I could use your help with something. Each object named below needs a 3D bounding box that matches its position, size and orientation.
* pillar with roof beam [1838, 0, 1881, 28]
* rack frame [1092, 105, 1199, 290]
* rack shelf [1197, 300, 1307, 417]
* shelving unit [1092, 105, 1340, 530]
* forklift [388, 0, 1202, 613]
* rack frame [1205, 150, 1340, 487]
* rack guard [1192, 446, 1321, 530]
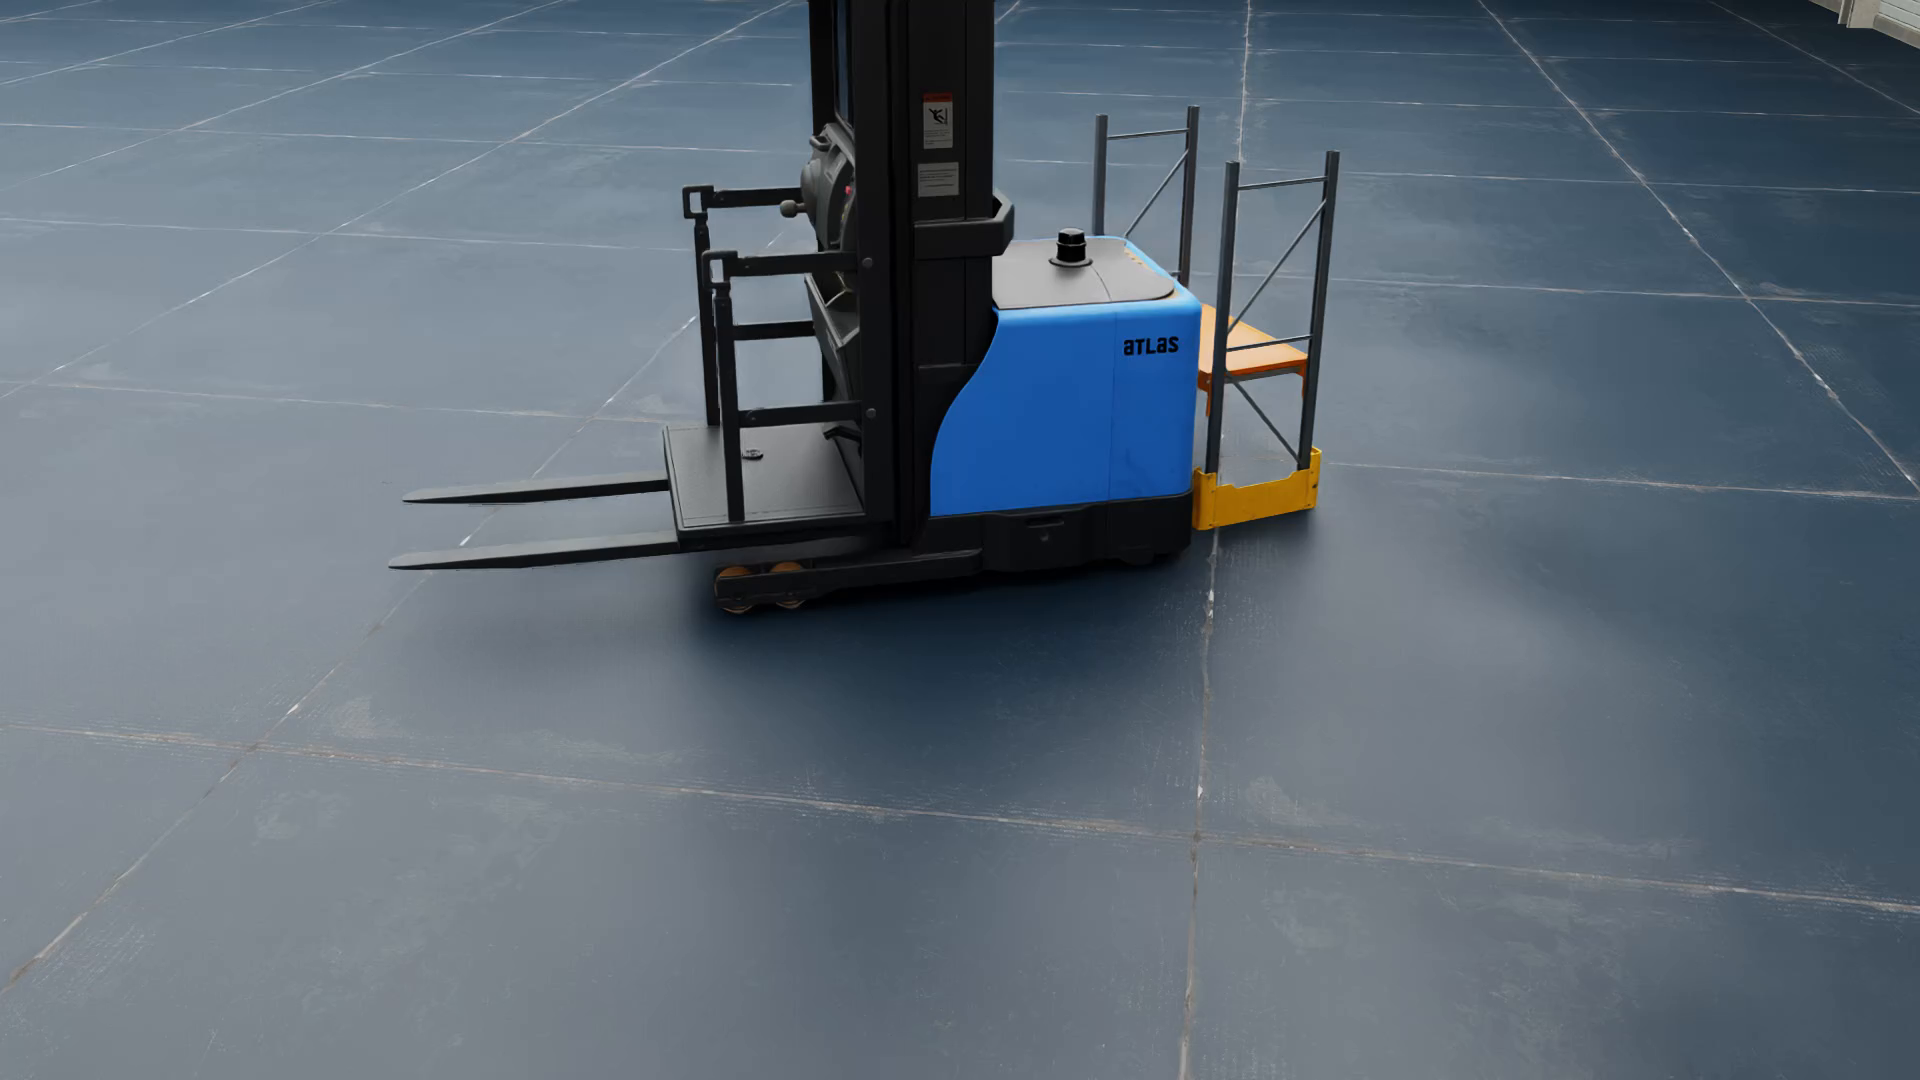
[{"bbox_3d":[6.478,-10.528,18.628,9.100,9.000,0.400,4,25,9],"label":"pillar with roof beam"},{"bbox_3d":[0.812,-1.175,7.492,0.500,1.500,0.032,-11,27,-22],"label":"rack frame"},{"bbox_3d":[1.023,-0.816,7.149,0.538,0.185,1.000,-11,27,-22],"label":"rack shelf"},{"bbox_3d":[1.027,-0.976,7.066,0.587,1.500,1.083,-11,27,-22],"label":"shelving unit"},{"bbox_3d":[-0.660,-1.303,6.076,3.031,2.935,1.130,-5,26,-11],"label":"forklift"},{"bbox_3d":[1.234,-0.783,6.654,0.500,1.500,0.032,-11,27,-22],"label":"rack frame"},{"bbox_3d":[1.234,-0.218,6.920,0.587,0.250,0.087,-11,27,-22],"label":"rack guard"}]
